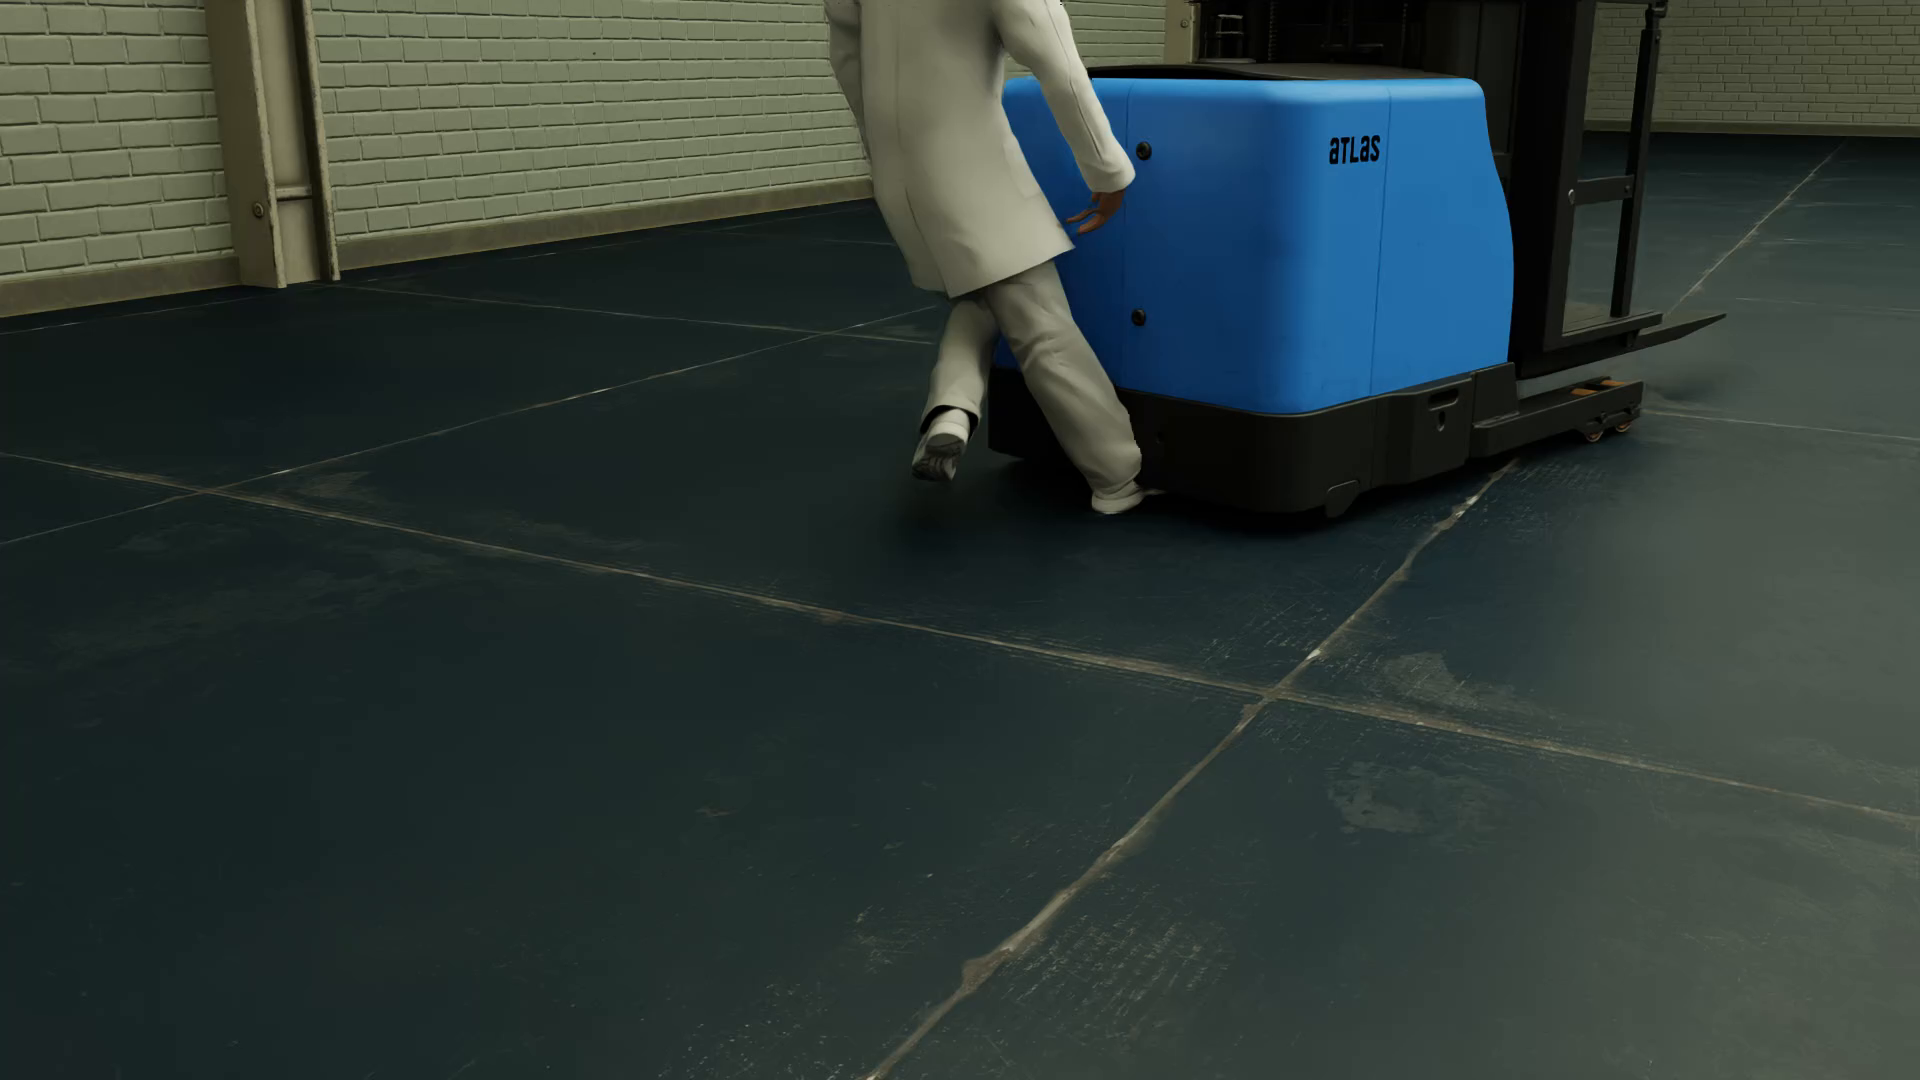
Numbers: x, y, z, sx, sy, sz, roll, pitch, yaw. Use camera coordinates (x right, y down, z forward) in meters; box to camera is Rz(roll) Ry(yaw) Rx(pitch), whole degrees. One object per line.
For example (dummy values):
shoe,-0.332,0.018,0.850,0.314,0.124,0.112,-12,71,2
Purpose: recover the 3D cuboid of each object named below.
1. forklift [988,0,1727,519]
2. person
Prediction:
forklift,1.485,-1.793,4.940,3.031,2.935,1.130,-15,22,-42
person,0.135,-0.934,4.215,0.761,1.692,0.760,15,22,42
